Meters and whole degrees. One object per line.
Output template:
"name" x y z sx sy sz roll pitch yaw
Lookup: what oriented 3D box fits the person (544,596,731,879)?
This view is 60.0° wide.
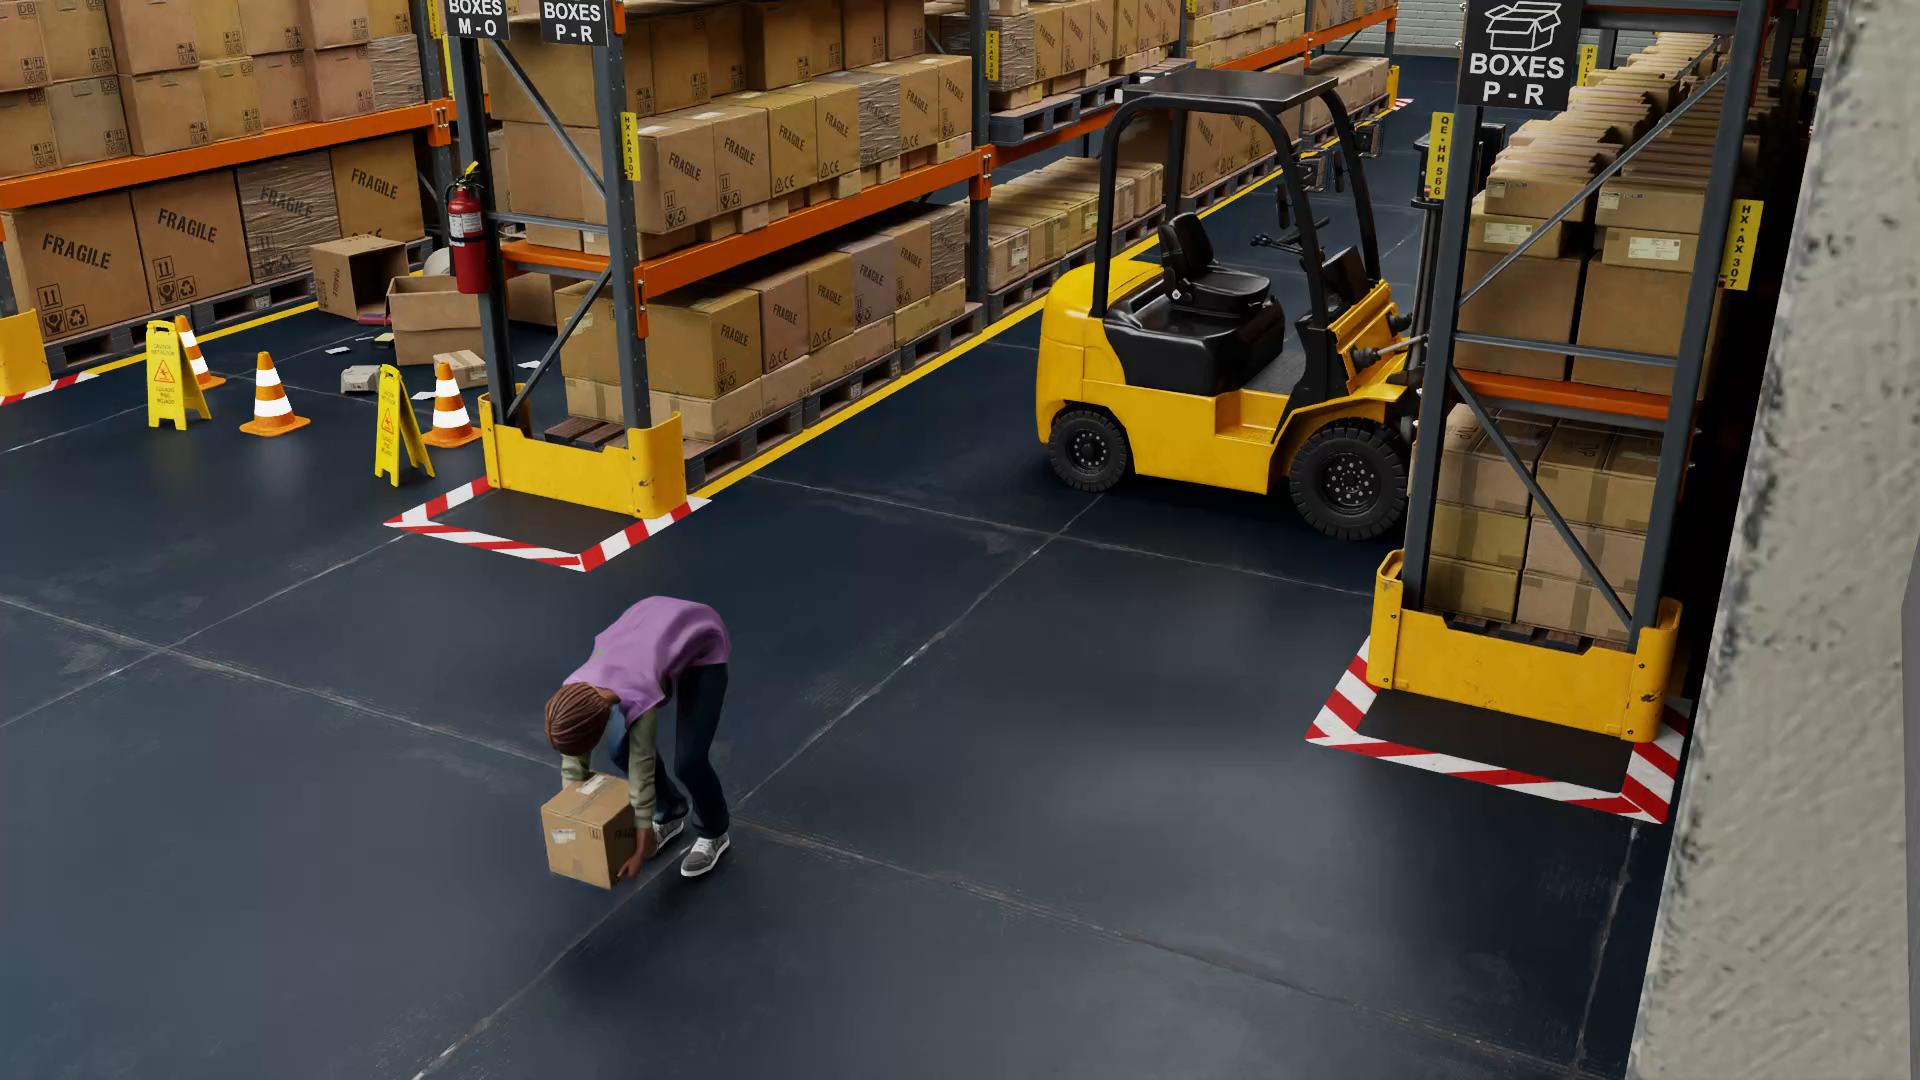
"person" -1.074 0.728 5.584 0.403 0.980 0.871 10 25 23
